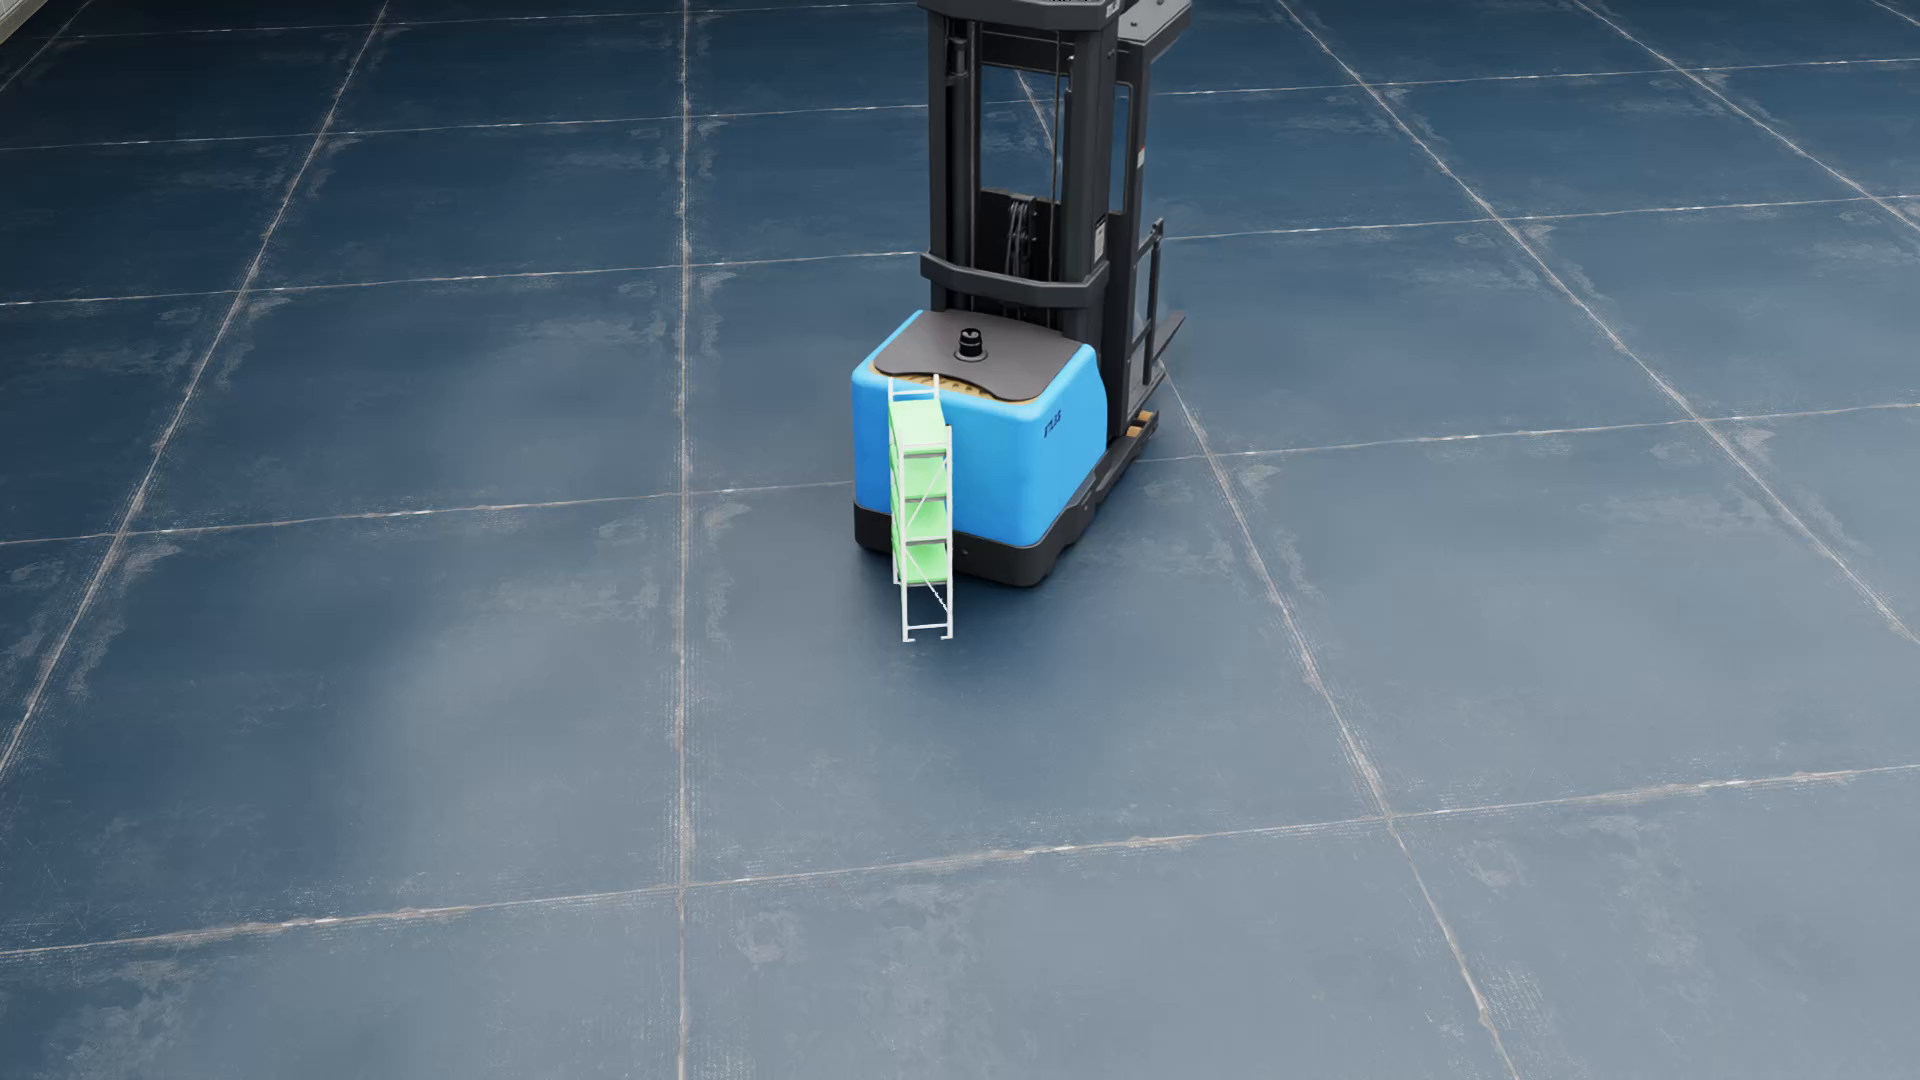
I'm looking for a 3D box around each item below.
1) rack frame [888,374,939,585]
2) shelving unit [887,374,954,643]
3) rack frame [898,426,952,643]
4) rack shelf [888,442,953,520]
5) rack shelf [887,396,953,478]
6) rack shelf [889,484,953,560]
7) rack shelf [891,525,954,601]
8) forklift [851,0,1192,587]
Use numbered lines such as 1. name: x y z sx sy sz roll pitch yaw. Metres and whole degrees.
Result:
1. rack frame: -0.222 -0.278 8.222 0.240 1.200 0.015 -4 34 -6
2. shelving unit: -0.190 -0.142 8.022 0.258 1.200 0.503 -4 34 -6
3. rack frame: -0.158 -0.006 7.822 0.240 1.200 0.015 -4 34 -6
4. rack shelf: -0.190 -0.288 7.923 0.258 0.148 0.480 -4 34 -6
5. rack shelf: -0.190 -0.486 7.787 0.258 0.148 0.480 -4 34 -6
6. rack shelf: -0.190 -0.089 8.058 0.258 0.148 0.480 -4 34 -6
7. rack shelf: -0.190 0.109 8.193 0.258 0.148 0.480 -4 34 -6
8. forklift: 0.515 -1.794 8.909 1.130 2.935 3.031 14 37 20
